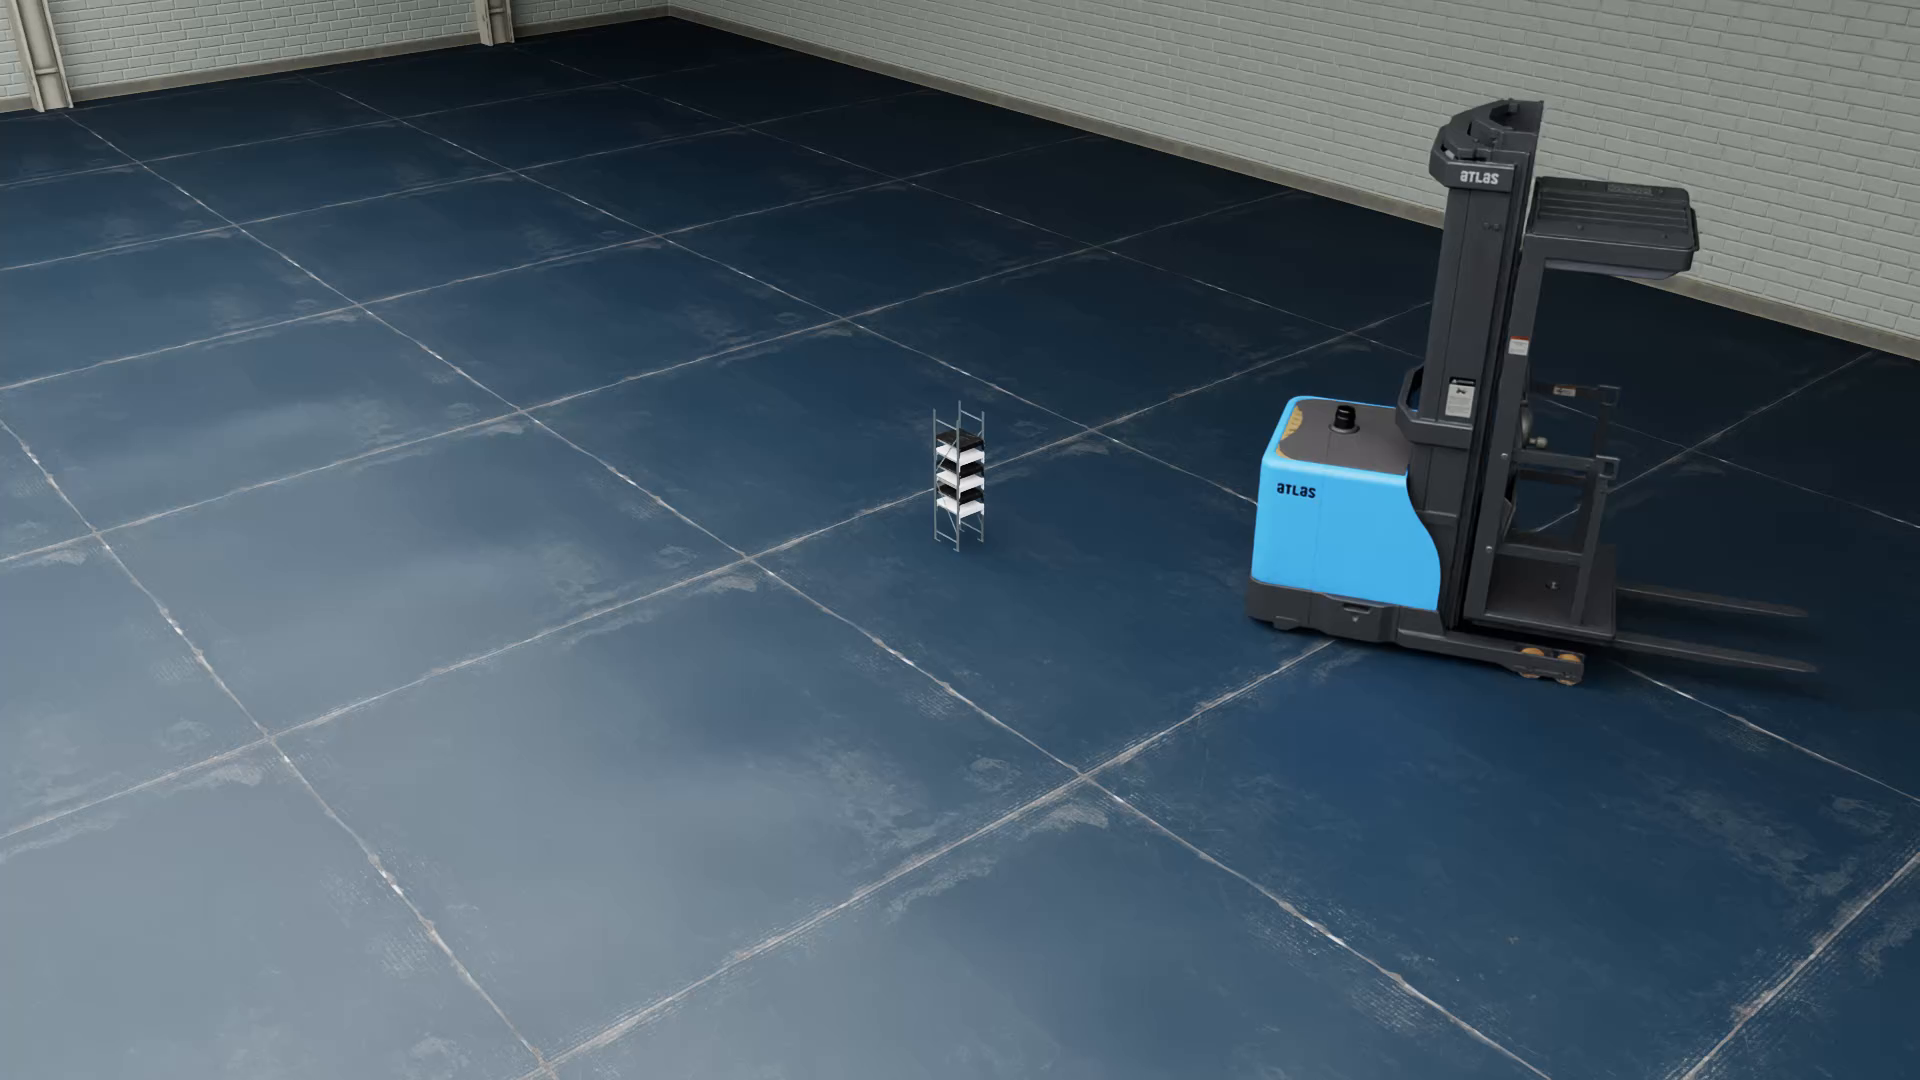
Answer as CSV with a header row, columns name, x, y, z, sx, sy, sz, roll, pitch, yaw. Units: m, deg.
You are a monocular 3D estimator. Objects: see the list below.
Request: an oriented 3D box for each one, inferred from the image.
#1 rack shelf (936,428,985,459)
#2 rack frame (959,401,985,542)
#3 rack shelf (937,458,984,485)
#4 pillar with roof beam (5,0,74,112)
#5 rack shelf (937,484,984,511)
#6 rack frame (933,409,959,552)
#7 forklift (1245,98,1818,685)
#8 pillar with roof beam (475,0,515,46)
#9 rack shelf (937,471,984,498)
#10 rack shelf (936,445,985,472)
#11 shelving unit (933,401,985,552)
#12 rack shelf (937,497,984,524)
name,x,y,z,sx,sy,sz,roll,pitch,yaw
rack shelf,-0.006,-0.603,10.280,0.200,0.077,0.258,-22,35,-35
rack frame,0.071,-0.426,10.450,0.006,0.900,0.240,-22,35,-35
rack shelf,-0.006,-0.444,10.365,0.200,0.077,0.258,-22,35,-35
pillar with roof beam,-8.473,-7.803,15.661,0.400,9.000,9.100,-22,35,-35
rack shelf,-0.006,-0.286,10.450,0.200,0.077,0.258,-22,35,-35
rack frame,-0.084,-0.363,10.333,0.006,0.900,0.240,-22,35,-35
forklift,3.236,-0.781,8.960,3.031,2.935,1.130,9,30,17
pillar with roof beam,-3.909,-9.638,19.096,0.400,9.000,9.100,-22,35,-35
rack shelf,-0.006,-0.365,10.407,0.200,0.077,0.258,-22,35,-35
rack shelf,-0.006,-0.524,10.322,0.200,0.077,0.258,-22,35,-35
shelving unit,-0.006,-0.394,10.392,0.210,0.900,0.258,-22,35,-35
rack shelf,-0.006,-0.206,10.492,0.200,0.077,0.258,-22,35,-35
